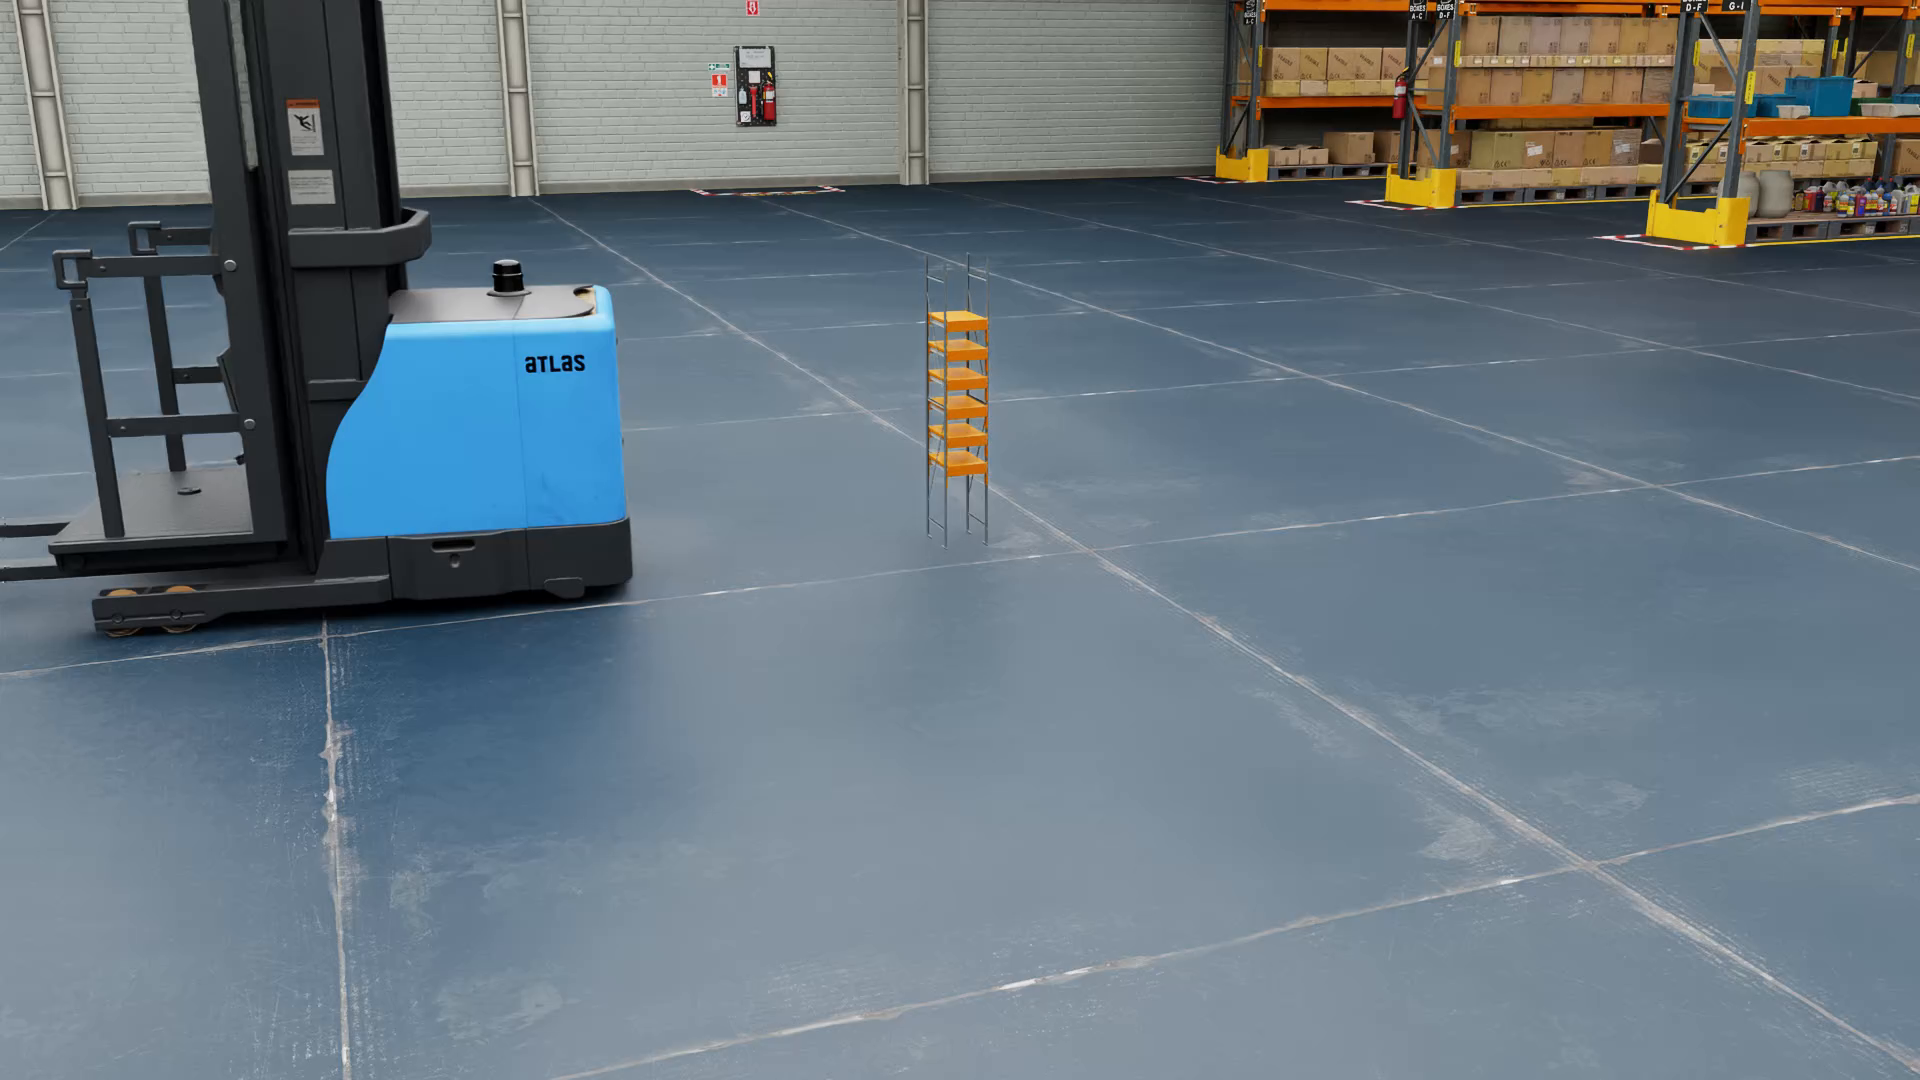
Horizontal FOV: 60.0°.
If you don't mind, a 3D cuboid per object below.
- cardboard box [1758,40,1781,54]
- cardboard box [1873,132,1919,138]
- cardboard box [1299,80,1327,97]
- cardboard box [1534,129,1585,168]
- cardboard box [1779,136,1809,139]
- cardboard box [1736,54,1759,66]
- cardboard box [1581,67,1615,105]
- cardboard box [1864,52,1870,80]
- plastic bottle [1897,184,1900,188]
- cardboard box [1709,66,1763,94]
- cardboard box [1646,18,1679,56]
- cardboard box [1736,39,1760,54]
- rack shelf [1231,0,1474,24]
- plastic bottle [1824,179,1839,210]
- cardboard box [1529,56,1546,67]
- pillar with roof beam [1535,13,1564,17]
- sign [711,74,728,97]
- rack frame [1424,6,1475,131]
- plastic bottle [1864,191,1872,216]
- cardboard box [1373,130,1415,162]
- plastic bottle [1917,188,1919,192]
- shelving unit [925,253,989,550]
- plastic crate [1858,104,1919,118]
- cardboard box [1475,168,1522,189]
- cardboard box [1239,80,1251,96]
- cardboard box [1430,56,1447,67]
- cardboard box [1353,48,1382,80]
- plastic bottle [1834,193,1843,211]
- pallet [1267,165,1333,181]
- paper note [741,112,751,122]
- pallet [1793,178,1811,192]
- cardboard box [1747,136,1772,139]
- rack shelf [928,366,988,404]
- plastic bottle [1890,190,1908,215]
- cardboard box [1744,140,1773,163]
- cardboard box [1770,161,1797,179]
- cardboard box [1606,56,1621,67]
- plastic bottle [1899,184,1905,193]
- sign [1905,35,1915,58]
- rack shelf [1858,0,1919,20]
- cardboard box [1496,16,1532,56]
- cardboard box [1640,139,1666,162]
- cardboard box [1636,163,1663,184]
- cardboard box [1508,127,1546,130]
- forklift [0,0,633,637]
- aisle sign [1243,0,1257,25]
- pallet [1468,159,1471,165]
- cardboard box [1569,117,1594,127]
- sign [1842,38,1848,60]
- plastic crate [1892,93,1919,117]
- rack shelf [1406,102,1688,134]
[{"bbox_3d":[14.441,-8.911,30.046,0.500,0.250,0.500,-6,17,-19],"label":"cardboard box"},{"bbox_3d":[14.624,-6.393,25.871,0.500,0.250,0.500,-5,17,-18],"label":"cardboard box"},{"bbox_3d":[5.586,-7.315,26.915,0.500,0.250,0.500,-7,18,-22],"label":"cardboard box"},{"bbox_3d":[8.295,-5.441,23.105,0.500,0.500,0.500,-6,17,-20],"label":"cardboard box"},{"bbox_3d":[12.702,-5.980,25.277,0.500,0.311,0.500,-7,18,-21],"label":"cardboard box"},{"bbox_3d":[13.992,-8.499,29.974,0.500,0.500,0.500,-6,17,-19],"label":"cardboard box"},{"bbox_3d":[8.676,-6.353,23.231,0.500,0.500,0.700,-6,17,-19],"label":"cardboard box"},{"bbox_3d":[16.938,-8.832,31.317,0.700,0.700,0.980,-7,18,-21],"label":"cardboard box"},{"bbox_3d":[11.071,-4.100,19.789,0.135,0.276,0.152,-5,17,-18],"label":"plastic bottle"},{"bbox_3d":[11.263,-6.630,24.174,0.500,0.500,0.500,-5,17,-16],"label":"cardboard box"},{"bbox_3d":[9.636,-7.080,23.404,0.500,0.500,0.700,-6,17,-20],"label":"cardboard box"},{"bbox_3d":[13.965,-8.859,29.871,0.500,0.250,0.500,-7,18,-21],"label":"cardboard box"},{"bbox_3d":[6.405,-8.651,27.188,4.000,0.370,1.077,-6,17,-20],"label":"rack shelf"},{"bbox_3d":[10.168,-4.039,19.451,0.185,0.351,0.144,-5,17,-18],"label":"plastic bottle"},{"bbox_3d":[7.720,-6.499,22.577,0.250,0.149,0.380,-7,18,-22],"label":"cardboard box"},{"bbox_3d":[12.024,-10.004,25.195,0.400,9.000,9.100,-6,17,-20],"label":"pillar with roof beam"},{"bbox_3d":[-3.596,-6.798,24.861,0.234,0.329,0.001,-6,17,-20],"label":"sign"},{"bbox_3d":[8.272,-7.759,28.196,0.127,3.000,1.000,-6,17,-20],"label":"rack frame"},{"bbox_3d":[10.207,-3.786,18.729,0.097,0.271,0.097,0,16,0],"label":"plastic bottle"},{"bbox_3d":[7.317,-6.655,28.094,0.500,0.500,0.500,-8,18,-24],"label":"cardboard box"},{"bbox_3d":[11.063,-3.933,19.220,0.135,0.276,0.152,-6,17,-20],"label":"plastic bottle"},{"bbox_3d":[-0.014,-0.574,6.924,0.189,1.200,0.258,-6,17,-20],"label":"shelving unit"},{"bbox_3d":[10.391,-4.795,18.572,0.437,0.136,0.530,-6,17,-20],"label":"plastic crate"},{"bbox_3d":[7.359,-4.982,22.873,0.500,0.250,0.500,-6,17,-20],"label":"cardboard box"},{"bbox_3d":[4.904,-7.391,27.175,0.500,0.250,0.500,-6,17,-19],"label":"cardboard box"},{"bbox_3d":[6.602,-6.500,22.582,0.250,0.149,0.380,-6,18,-21],"label":"cardboard box"},{"bbox_3d":[6.518,-7.775,27.150,0.500,0.500,0.500,-6,17,-18],"label":"cardboard box"},{"bbox_3d":[10.252,-3.940,19.378,0.097,0.201,0.097,0,16,0],"label":"plastic bottle"},{"bbox_3d":[5.379,-6.098,27.488,1.213,0.211,1.003,-6,17,-20],"label":"pallet"},{"bbox_3d":[-3.233,-6.387,25.089,0.142,0.148,0.016,-6,17,-20],"label":"paper note"},{"bbox_3d":[11.863,-5.326,24.862,1.213,0.211,1.003,-6,17,-20],"label":"pallet"},{"bbox_3d":[14.353,-7.545,30.538,0.750,0.750,0.750,-6,17,-18],"label":"cardboard box"},{"bbox_3d":[-0.014,-0.647,6.903,0.180,0.103,0.258,-6,17,-20],"label":"rack shelf"},{"bbox_3d":[10.685,-3.848,18.933,0.135,0.276,0.152,-6,17,-19],"label":"plastic bottle"},{"bbox_3d":[11.475,-5.685,24.272,0.500,0.311,0.500,-7,18,-22],"label":"cardboard box"},{"bbox_3d":[11.949,-5.469,24.532,0.500,0.250,0.500,-6,17,-19],"label":"cardboard box"},{"bbox_3d":[8.920,-6.629,23.020,0.250,0.149,0.380,-6,17,-20],"label":"cardboard box"},{"bbox_3d":[11.109,-4.075,19.693,0.133,0.283,0.061,-6,17,-20],"label":"plastic bottle"},{"bbox_3d":[13.985,-7.269,24.473,0.005,0.325,0.100,-6,17,-20],"label":"sign"},{"bbox_3d":[15.651,-8.155,25.497,4.000,0.370,1.077,-6,17,-20],"label":"rack shelf"},{"bbox_3d":[7.292,-6.826,22.541,0.500,0.500,0.700,-7,18,-22],"label":"cardboard box"},{"bbox_3d":[10.324,-5.723,24.404,0.500,0.311,0.500,-6,17,-20],"label":"cardboard box"},{"bbox_3d":[9.693,-5.234,23.732,0.500,0.250,0.500,-6,17,-20],"label":"cardboard box"},{"bbox_3d":[8.103,-5.582,23.586,0.500,0.500,0.500,-6,17,-20],"label":"cardboard box"},{"bbox_3d":[-2.824,-1.224,6.065,3.031,2.935,1.130,-4,17,-12],"label":"forklift"},{"bbox_3d":[4.577,-8.517,26.162,0.004,0.787,0.394,-6,17,-20],"label":"aisle sign"},{"bbox_3d":[8.999,-6.500,28.857,1.213,0.211,1.003,-6,17,-20],"label":"pallet"},{"bbox_3d":[10.799,-7.406,29.320,0.500,0.250,0.500,-6,17,-19],"label":"cardboard box"},{"bbox_3d":[13.580,-7.518,25.463,0.005,0.325,0.100,-6,17,-20],"label":"sign"},{"bbox_3d":[10.881,-4.898,18.717,0.616,0.251,0.499,-6,17,-20],"label":"plastic crate"},{"bbox_3d":[8.181,-5.909,23.173,4.000,0.370,1.077,-6,17,-20],"label":"rack shelf"}]
